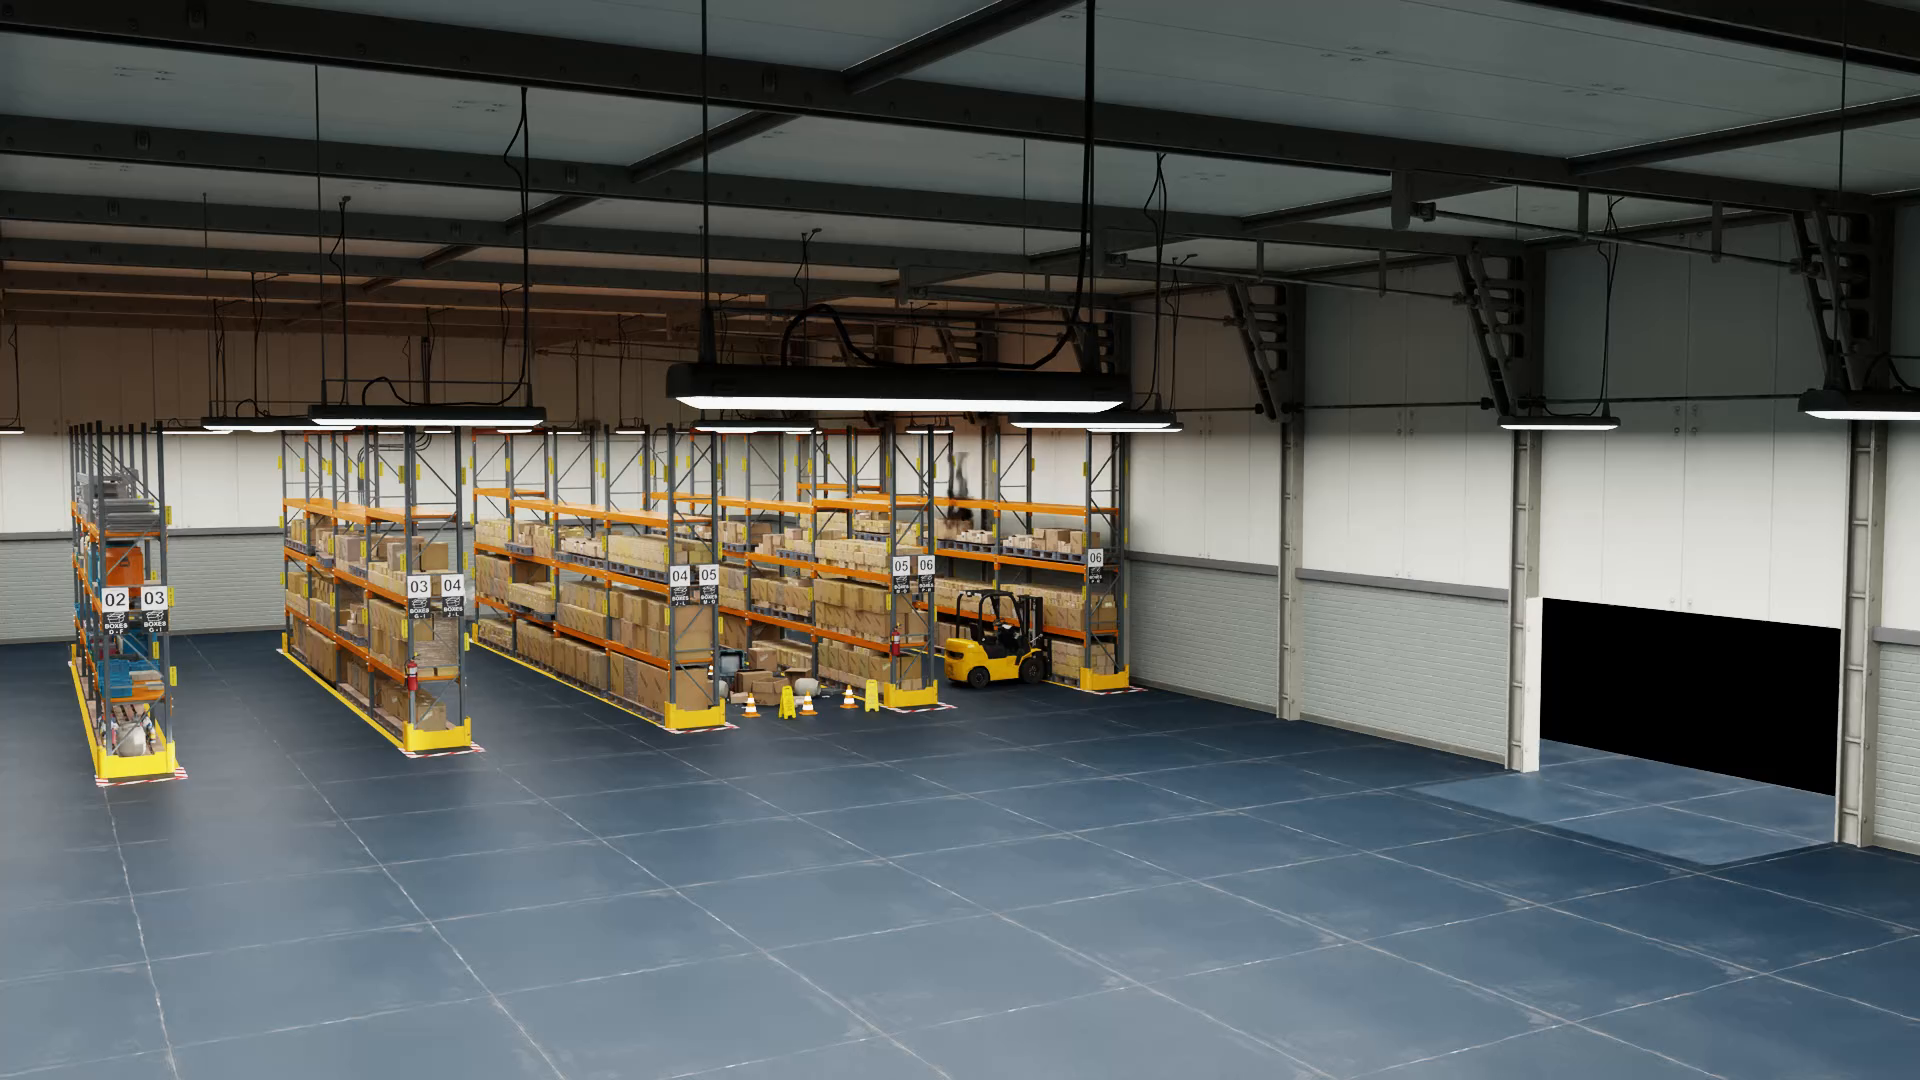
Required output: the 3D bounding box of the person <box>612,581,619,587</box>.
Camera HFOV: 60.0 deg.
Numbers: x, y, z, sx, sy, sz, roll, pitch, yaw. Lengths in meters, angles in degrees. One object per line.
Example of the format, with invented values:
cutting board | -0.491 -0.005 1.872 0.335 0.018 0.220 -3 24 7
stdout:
person | -10.580 1.714 50.623 0.884 1.750 0.711 -3 5 -43
